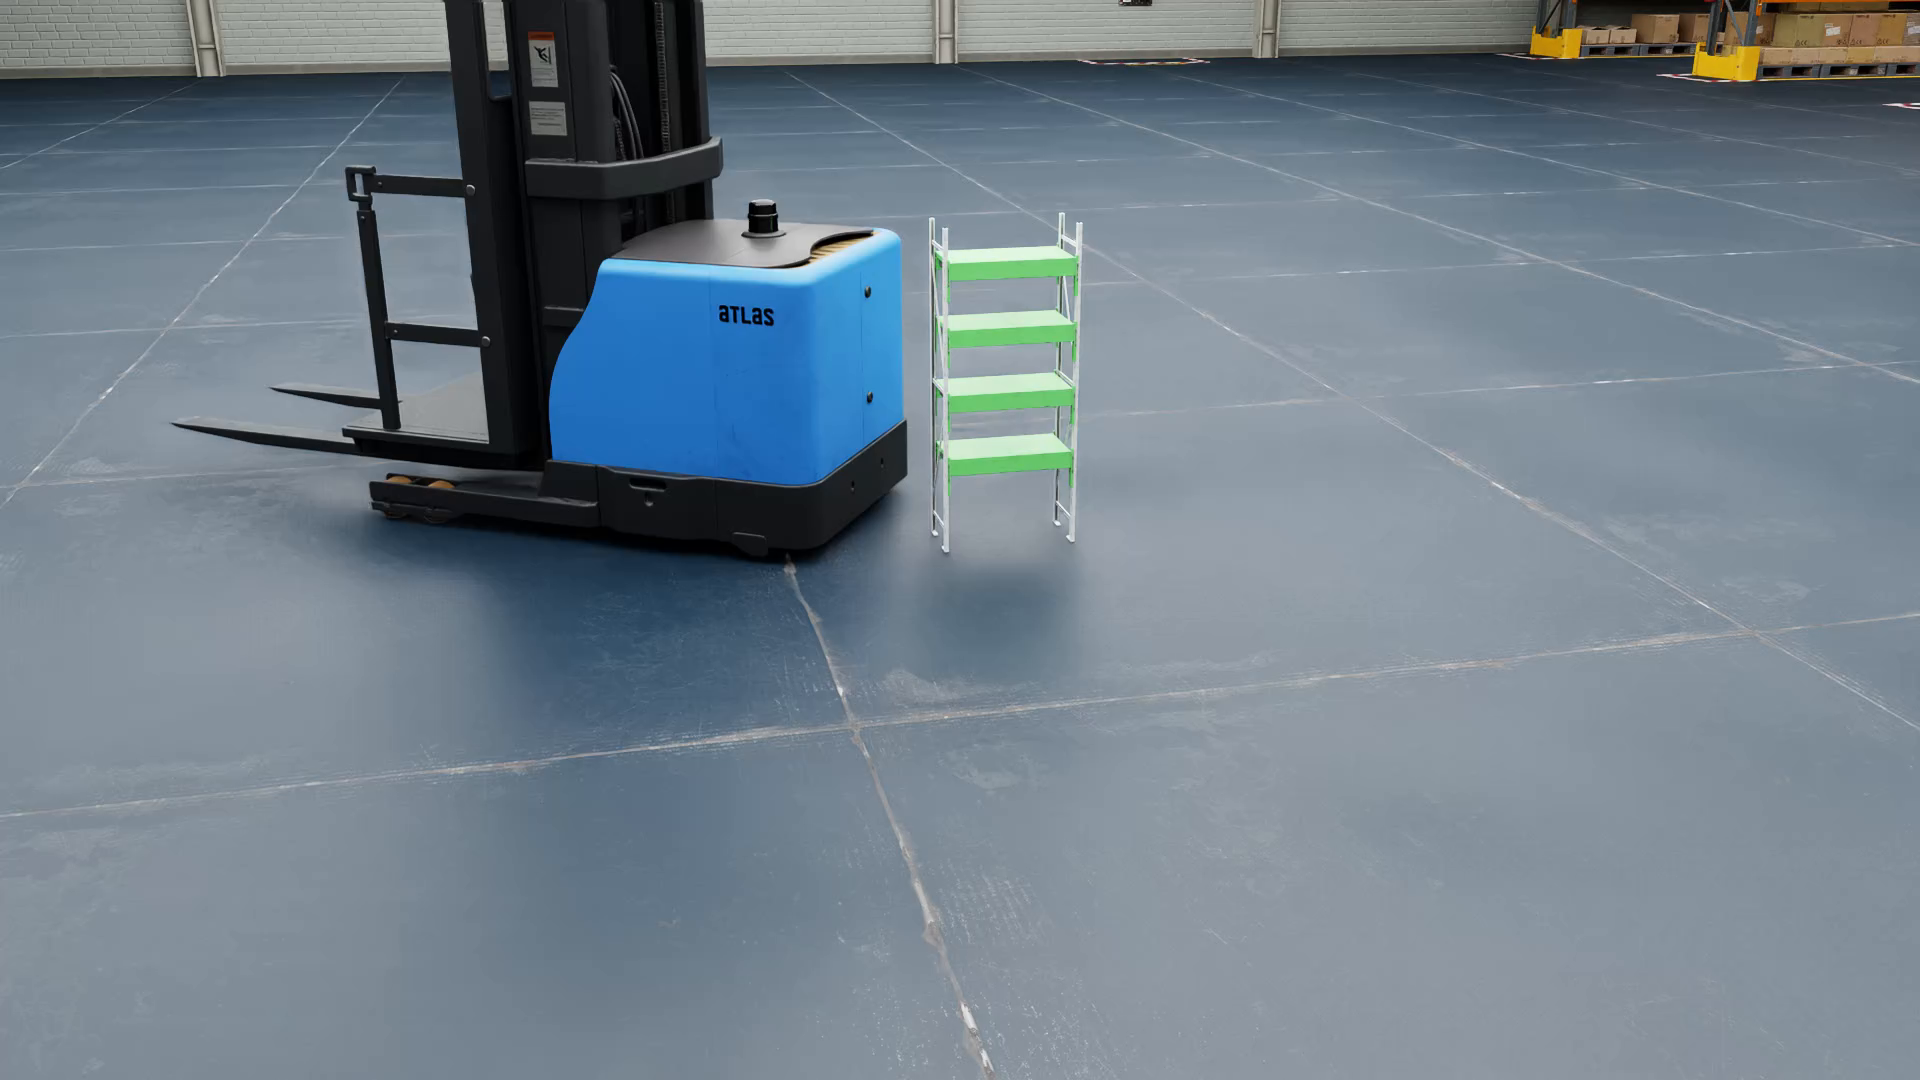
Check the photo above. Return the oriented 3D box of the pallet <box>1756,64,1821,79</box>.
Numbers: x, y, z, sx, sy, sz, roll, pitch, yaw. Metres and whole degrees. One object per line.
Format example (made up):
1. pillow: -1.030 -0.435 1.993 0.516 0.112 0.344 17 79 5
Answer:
1. pallet: 12.812 -7.483 26.434 1.213 0.211 1.003 -5 21 -12

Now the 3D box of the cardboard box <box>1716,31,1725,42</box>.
1. cardboard box: 14.313 -9.516 31.410 0.250 0.166 0.380 -7 21 -20

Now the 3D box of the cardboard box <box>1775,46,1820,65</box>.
1. cardboard box: 13.136 -7.632 26.176 0.500 0.250 0.500 -5 21 -12

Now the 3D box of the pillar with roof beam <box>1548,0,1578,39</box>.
1. pillar with roof beam: 12.407 -12.096 26.253 0.400 9.000 9.100 -5 21 -12

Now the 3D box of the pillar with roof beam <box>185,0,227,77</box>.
1. pillar with roof beam: -10.949 -10.197 21.067 0.400 9.000 9.100 -5 21 -12

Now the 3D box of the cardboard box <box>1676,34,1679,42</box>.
1. cardboard box: 13.265 -9.440 31.229 0.250 0.149 0.380 -6 21 -17

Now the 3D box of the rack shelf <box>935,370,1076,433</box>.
1. rack shelf: 0.161 -0.516 6.166 0.480 0.148 0.258 -5 21 -12

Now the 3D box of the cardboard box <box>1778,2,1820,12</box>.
1. cardboard box: 15.967 -10.177 31.639 0.500 0.250 0.500 -5 21 -14

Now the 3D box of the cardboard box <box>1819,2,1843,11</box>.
1. cardboard box: 16.472 -10.219 31.755 0.500 0.250 0.500 -5 21 -14

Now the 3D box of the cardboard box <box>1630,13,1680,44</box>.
1. cardboard box: 12.908 -9.519 30.935 0.500 0.500 0.700 -6 21 -16

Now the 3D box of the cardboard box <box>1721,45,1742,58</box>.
1. cardboard box: 12.531 -7.765 26.538 0.500 0.250 0.500 -5 21 -12

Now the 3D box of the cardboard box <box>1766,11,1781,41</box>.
1. cardboard box: 15.539 -9.789 31.670 0.500 0.500 0.700 -4 20 -11

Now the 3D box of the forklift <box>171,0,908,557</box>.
1. forklift: -1.790 -1.601 6.424 3.031 2.935 1.130 7 21 18

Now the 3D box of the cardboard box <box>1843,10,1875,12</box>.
1. cardboard box: 14.473 -8.281 26.857 0.500 0.500 0.500 -5 21 -12

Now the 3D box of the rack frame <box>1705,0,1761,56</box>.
1. rack frame: 12.077 -8.717 25.751 0.127 3.000 1.000 -5 21 -12

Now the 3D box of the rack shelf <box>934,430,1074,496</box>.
1. rack shelf: 0.161 -0.291 6.249 0.480 0.148 0.258 -5 21 -12

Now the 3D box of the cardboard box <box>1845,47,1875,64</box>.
1. cardboard box: 14.110 -7.710 26.387 0.500 0.250 0.500 -5 21 -12

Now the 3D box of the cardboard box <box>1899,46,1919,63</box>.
1. cardboard box: 15.080 -7.794 26.617 0.500 0.250 0.500 -5 21 -12

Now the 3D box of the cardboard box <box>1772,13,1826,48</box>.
1. cardboard box: 13.136 -7.984 26.045 0.500 0.500 0.500 -5 21 -12

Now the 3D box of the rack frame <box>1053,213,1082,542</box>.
1. rack frame: 0.399 -0.596 6.197 0.015 1.200 0.240 -5 21 -12

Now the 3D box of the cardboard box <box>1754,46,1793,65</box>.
1. cardboard box: 12.650 -7.591 26.065 0.500 0.250 0.500 -5 21 -12

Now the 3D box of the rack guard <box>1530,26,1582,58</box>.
1. rack guard: 11.008 -9.208 30.723 0.348 0.500 1.175 -5 21 -12

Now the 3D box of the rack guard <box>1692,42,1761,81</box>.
1. rack guard: 12.054 -7.542 26.176 0.348 0.500 1.175 -5 21 -12

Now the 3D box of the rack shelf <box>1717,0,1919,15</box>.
1. rack shelf: 14.024 -8.538 26.307 4.000 0.370 1.077 -5 21 -12

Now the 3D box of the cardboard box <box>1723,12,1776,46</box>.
1. cardboard box: 12.531 -8.118 26.411 0.500 0.500 0.500 -5 21 -12

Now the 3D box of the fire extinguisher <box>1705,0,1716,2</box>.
1. fire extinguisher: 11.855 -8.827 26.163 0.183 0.674 0.296 -5 21 -12

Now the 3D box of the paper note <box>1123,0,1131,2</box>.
1. paper note: 2.975 -9.658 29.600 0.142 0.148 0.016 -5 21 -12

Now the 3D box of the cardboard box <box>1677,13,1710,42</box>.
1. cardboard box: 13.826 -9.629 31.235 0.500 0.500 0.500 -6 21 -17

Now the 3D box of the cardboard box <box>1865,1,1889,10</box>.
1. cardboard box: 17.461 -10.295 31.962 0.500 0.250 0.500 -4 21 -11

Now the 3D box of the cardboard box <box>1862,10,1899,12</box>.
1. cardboard box: 14.962 -8.318 26.958 0.500 0.500 0.500 -5 21 -12

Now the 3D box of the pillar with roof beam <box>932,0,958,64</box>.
1. pillar with roof beam: 0.729 -11.146 23.660 0.400 9.000 9.100 -5 21 -12

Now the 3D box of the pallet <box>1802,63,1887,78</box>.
1. pallet: 13.997 -7.578 26.695 1.213 0.211 1.003 -5 21 -12

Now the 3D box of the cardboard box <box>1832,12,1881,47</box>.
1. cardboard box: 14.111 -8.061 26.257 0.500 0.500 0.500 -5 21 -12

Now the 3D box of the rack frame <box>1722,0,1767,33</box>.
1. rack frame: 14.826 -10.692 31.141 0.127 3.000 1.000 -5 21 -12

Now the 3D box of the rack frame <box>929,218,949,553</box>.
1. rack frame: -0.076 -0.557 6.091 0.015 1.200 0.240 -5 21 -12

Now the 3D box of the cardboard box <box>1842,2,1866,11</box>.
1. cardboard box: 16.962 -10.252 31.846 0.500 0.250 0.500 -5 21 -13

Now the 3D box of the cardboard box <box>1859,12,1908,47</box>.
1. cardboard box: 14.594 -8.106 26.378 0.500 0.500 0.500 -5 21 -12

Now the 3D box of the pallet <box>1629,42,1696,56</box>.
1. pallet: 12.991 -9.220 31.177 1.213 0.211 1.003 -5 21 -12

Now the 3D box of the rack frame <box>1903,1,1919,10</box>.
1. rack frame: 18.719 -11.008 32.006 0.127 3.000 1.000 -5 21 -12

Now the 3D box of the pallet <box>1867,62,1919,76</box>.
1. pallet: 15.186 -7.676 26.962 1.213 0.211 1.003 -5 21 -12

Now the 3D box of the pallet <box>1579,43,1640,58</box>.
1. pallet: 11.806 -9.124 30.916 1.213 0.211 1.003 -5 21 -12

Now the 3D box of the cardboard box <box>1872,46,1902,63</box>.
1. cardboard box: 14.597 -7.749 26.496 0.500 0.250 0.500 -5 21 -12

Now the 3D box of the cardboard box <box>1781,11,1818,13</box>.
1. cardboard box: 13.500 -8.202 26.640 0.500 0.500 0.500 -5 21 -12

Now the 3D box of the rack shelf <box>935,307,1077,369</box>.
1. rack shelf: 0.161 -0.742 6.083 0.480 0.148 0.258 -5 21 -12

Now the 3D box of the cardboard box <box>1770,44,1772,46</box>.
1. cardboard box: 13.015 -7.808 26.657 0.500 0.250 0.500 -5 21 -12

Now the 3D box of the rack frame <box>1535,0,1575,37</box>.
1. rack frame: 10.934 -10.375 30.277 0.127 3.000 1.000 -5 21 -12

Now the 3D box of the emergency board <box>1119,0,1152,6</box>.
1. emergency board: 3.163 -10.062 29.423 0.643 1.169 0.194 -5 21 -12

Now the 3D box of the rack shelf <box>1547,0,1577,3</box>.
1. rack shelf: 12.880 -10.196 30.833 4.000 0.370 1.077 -5 21 -12

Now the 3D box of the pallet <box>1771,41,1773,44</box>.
1. pallet: 15.584 -9.445 31.791 1.213 0.211 1.003 -5 21 -12

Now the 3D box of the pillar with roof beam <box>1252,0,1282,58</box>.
1. pillar with roof beam: 6.568 -11.621 24.957 0.400 9.000 9.100 -5 21 -12

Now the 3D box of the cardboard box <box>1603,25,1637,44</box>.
1. cardboard box: 12.183 -9.389 30.854 0.500 0.311 0.500 -3 20 -8

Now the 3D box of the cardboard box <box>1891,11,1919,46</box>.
1. cardboard box: 15.080 -8.147 26.490 0.500 0.500 0.500 -5 21 -12

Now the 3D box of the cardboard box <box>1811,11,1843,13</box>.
1. cardboard box: 13.987 -8.241 26.747 0.500 0.500 0.500 -5 21 -12

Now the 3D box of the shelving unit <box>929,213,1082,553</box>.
1. shelving unit: 0.161 -0.576 6.144 0.503 1.200 0.258 -5 21 -12

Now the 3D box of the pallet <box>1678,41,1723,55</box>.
1. pallet: 14.181 -9.317 31.444 1.213 0.211 1.003 -5 21 -12

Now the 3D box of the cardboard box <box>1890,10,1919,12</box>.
1. cardboard box: 15.447 -8.360 27.073 0.500 0.500 0.500 -5 21 -12

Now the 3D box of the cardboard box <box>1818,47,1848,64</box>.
1. cardboard box: 13.623 -7.672 26.284 0.500 0.250 0.500 -5 21 -12

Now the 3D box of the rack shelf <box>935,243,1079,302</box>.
1. rack shelf: 0.161 -0.967 6.001 0.480 0.148 0.258 -5 21 -12

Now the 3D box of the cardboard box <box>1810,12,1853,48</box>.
1. cardboard box: 13.620 -8.028 26.165 0.500 0.500 0.500 -5 21 -12

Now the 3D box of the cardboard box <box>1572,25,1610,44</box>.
1. cardboard box: 11.628 -9.344 30.731 0.500 0.311 0.500 -7 21 -19
